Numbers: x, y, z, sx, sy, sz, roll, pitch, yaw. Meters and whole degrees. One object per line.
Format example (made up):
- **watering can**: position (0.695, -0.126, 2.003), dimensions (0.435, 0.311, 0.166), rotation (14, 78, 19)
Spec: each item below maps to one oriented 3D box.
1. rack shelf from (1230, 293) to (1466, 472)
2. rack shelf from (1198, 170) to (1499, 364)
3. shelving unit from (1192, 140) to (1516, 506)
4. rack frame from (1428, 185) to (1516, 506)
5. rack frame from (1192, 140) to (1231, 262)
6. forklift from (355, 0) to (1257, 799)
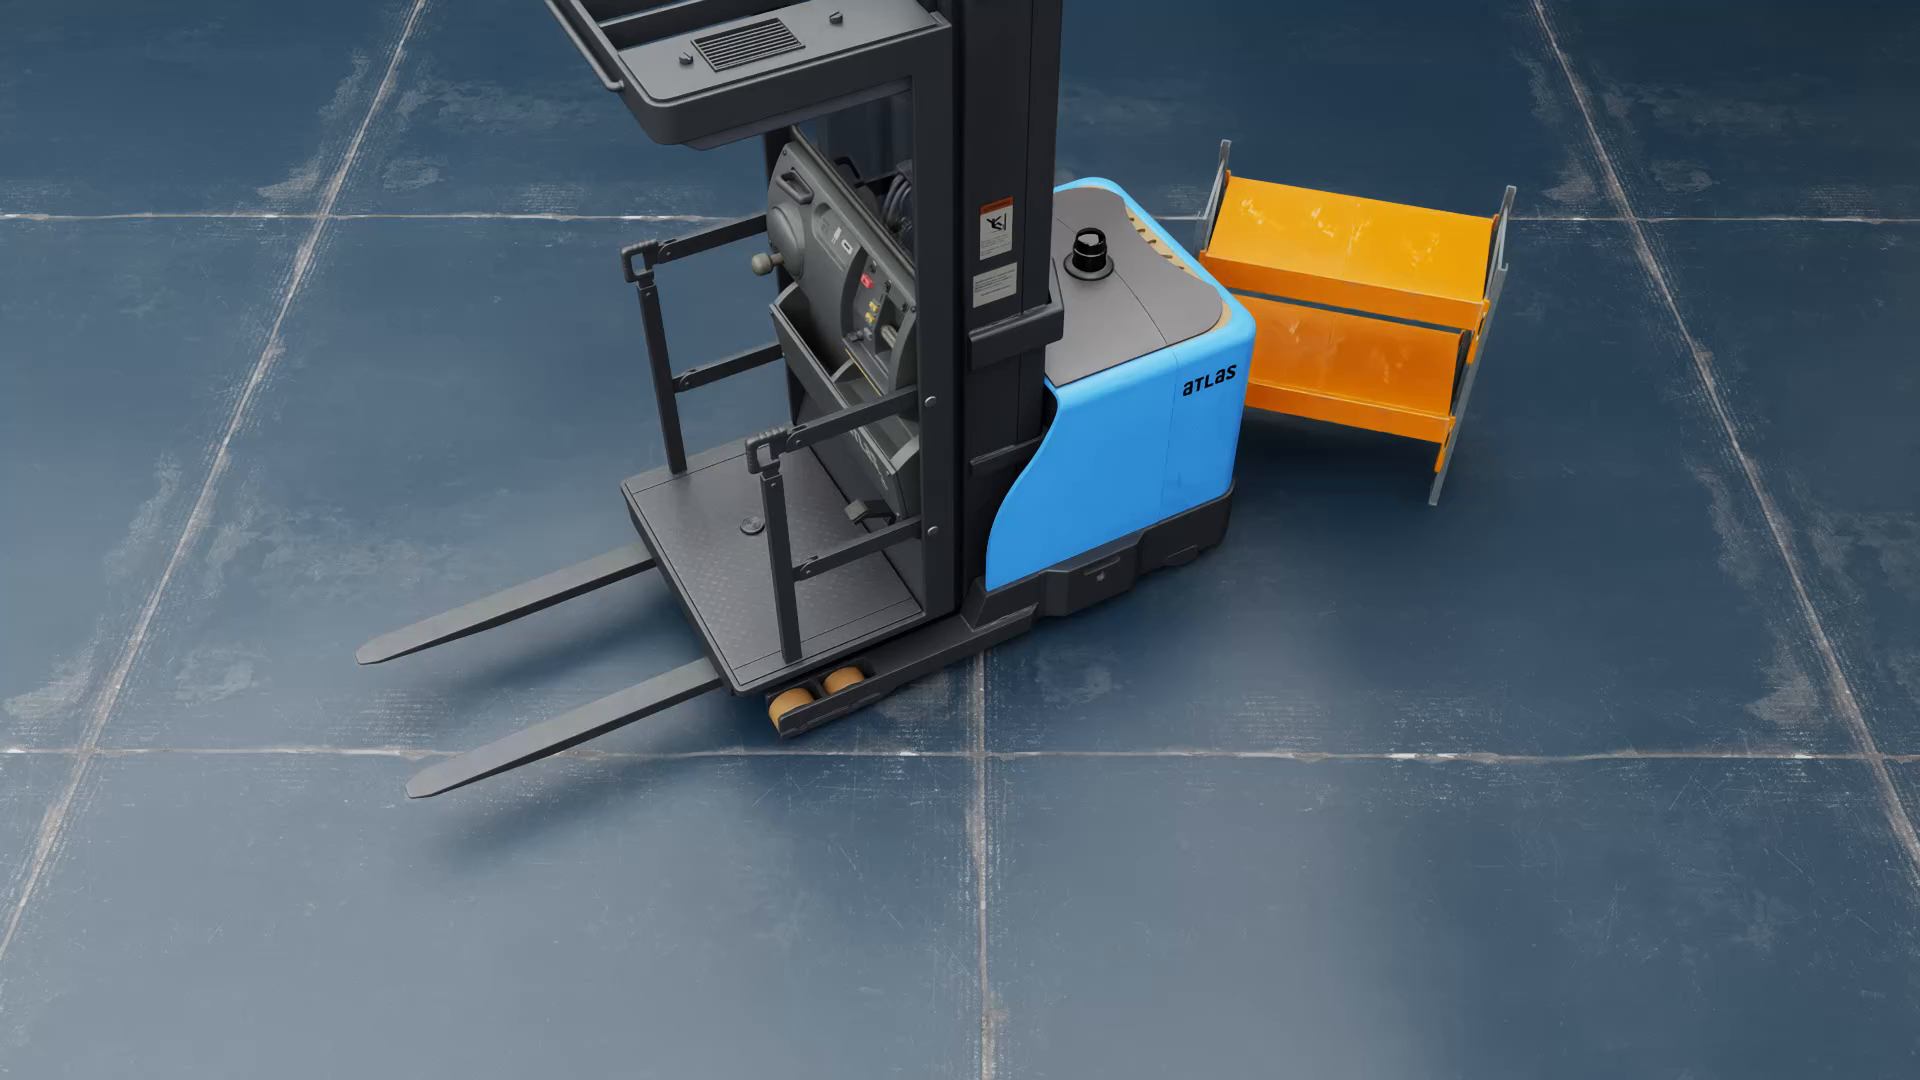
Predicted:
- **rack shelf**: position (1.393, -0.631, 6.403), dimensions (1.000, 0.278, 0.538), rotation (12, 48, 11)
- **rack shelf**: position (1.393, -0.997, 6.009), dimensions (1.000, 0.278, 0.538), rotation (12, 48, 11)
- **shelving unit**: position (1.393, -0.797, 6.224), dimensions (1.048, 1.125, 0.538), rotation (12, 48, 11)
- **rack frame**: position (1.881, -0.693, 6.127), dimensions (0.032, 1.125, 0.500), rotation (12, 48, 11)
- **rack frame**: position (0.905, -0.902, 6.321), dimensions (0.032, 1.125, 0.500), rotation (12, 48, 11)
- **forklift**: position (-0.548, -0.782, 4.975), dimensions (3.031, 2.935, 1.130), rotation (-22, 51, -19)
